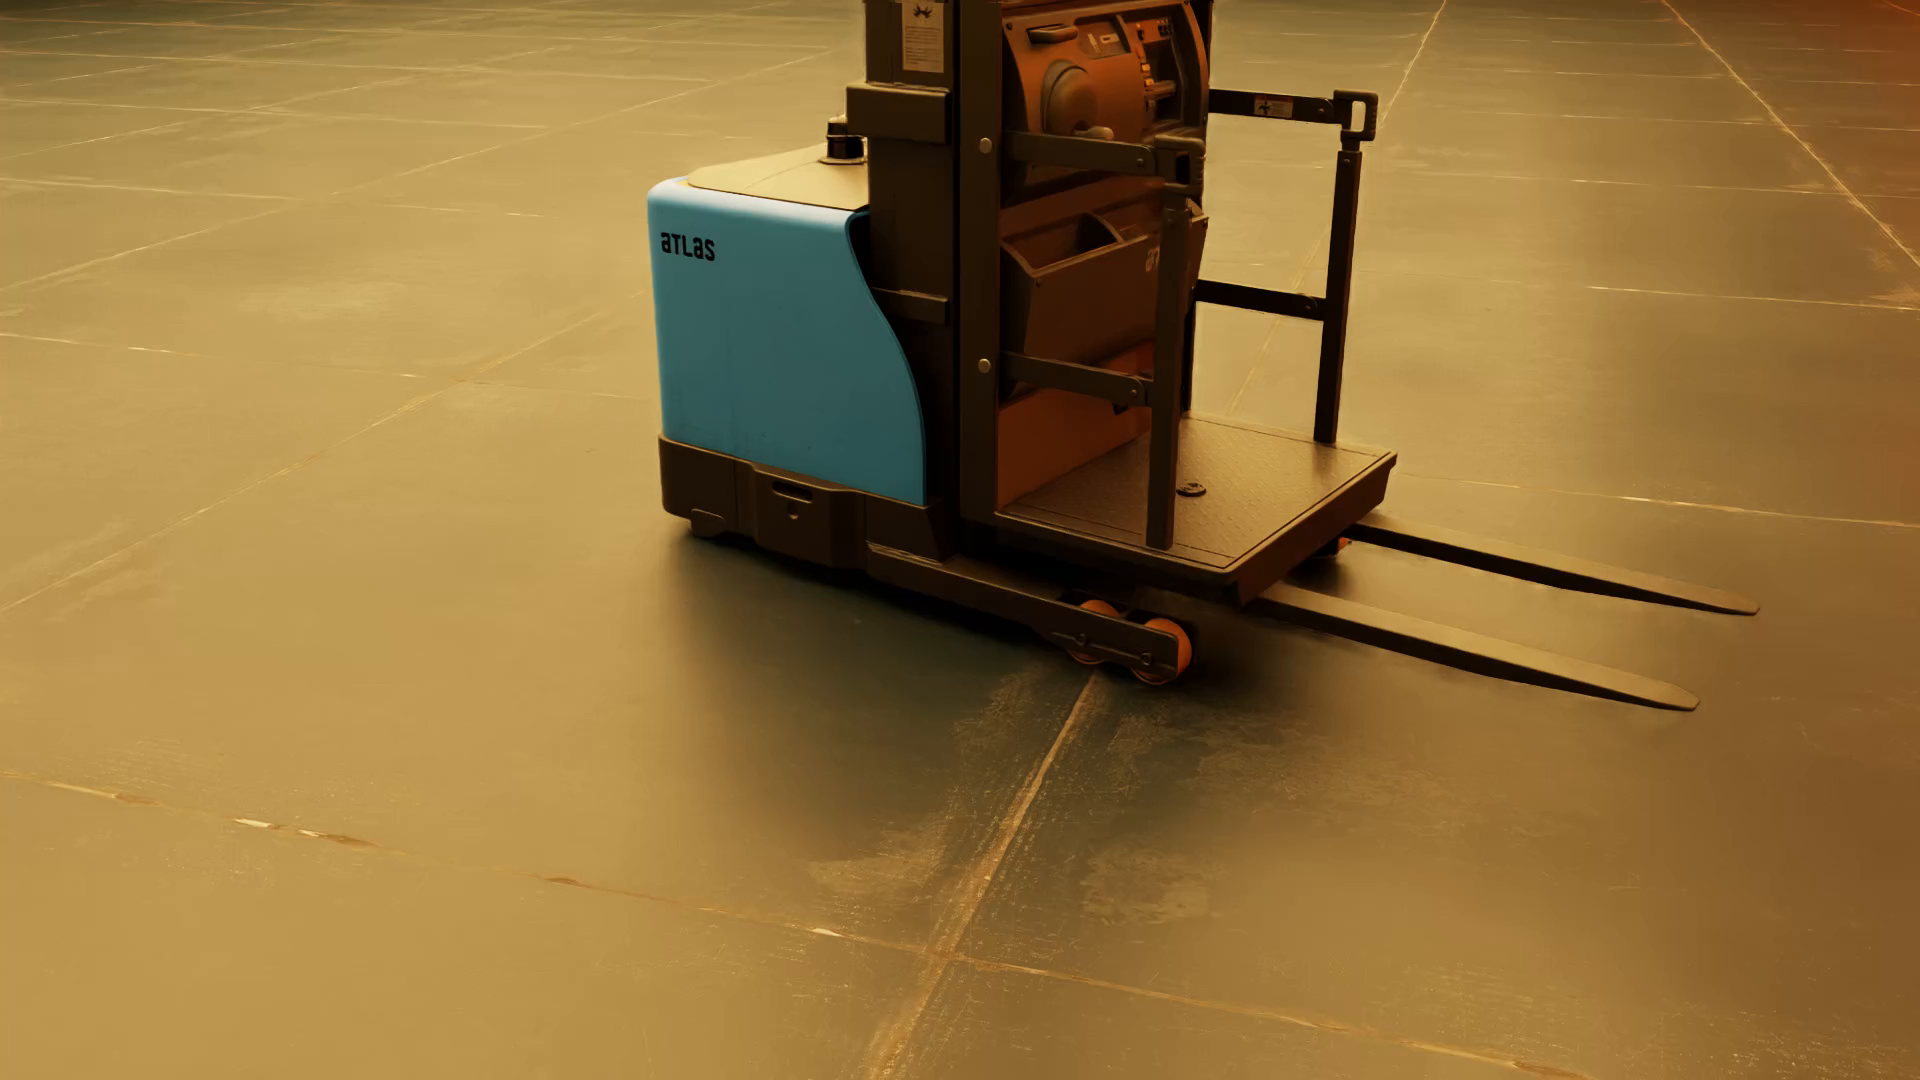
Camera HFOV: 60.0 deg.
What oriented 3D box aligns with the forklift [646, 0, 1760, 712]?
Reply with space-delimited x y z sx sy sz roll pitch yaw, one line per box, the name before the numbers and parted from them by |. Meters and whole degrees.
forklift | 0.566 -1.217 4.226 3.031 2.935 1.130 15 27 32
